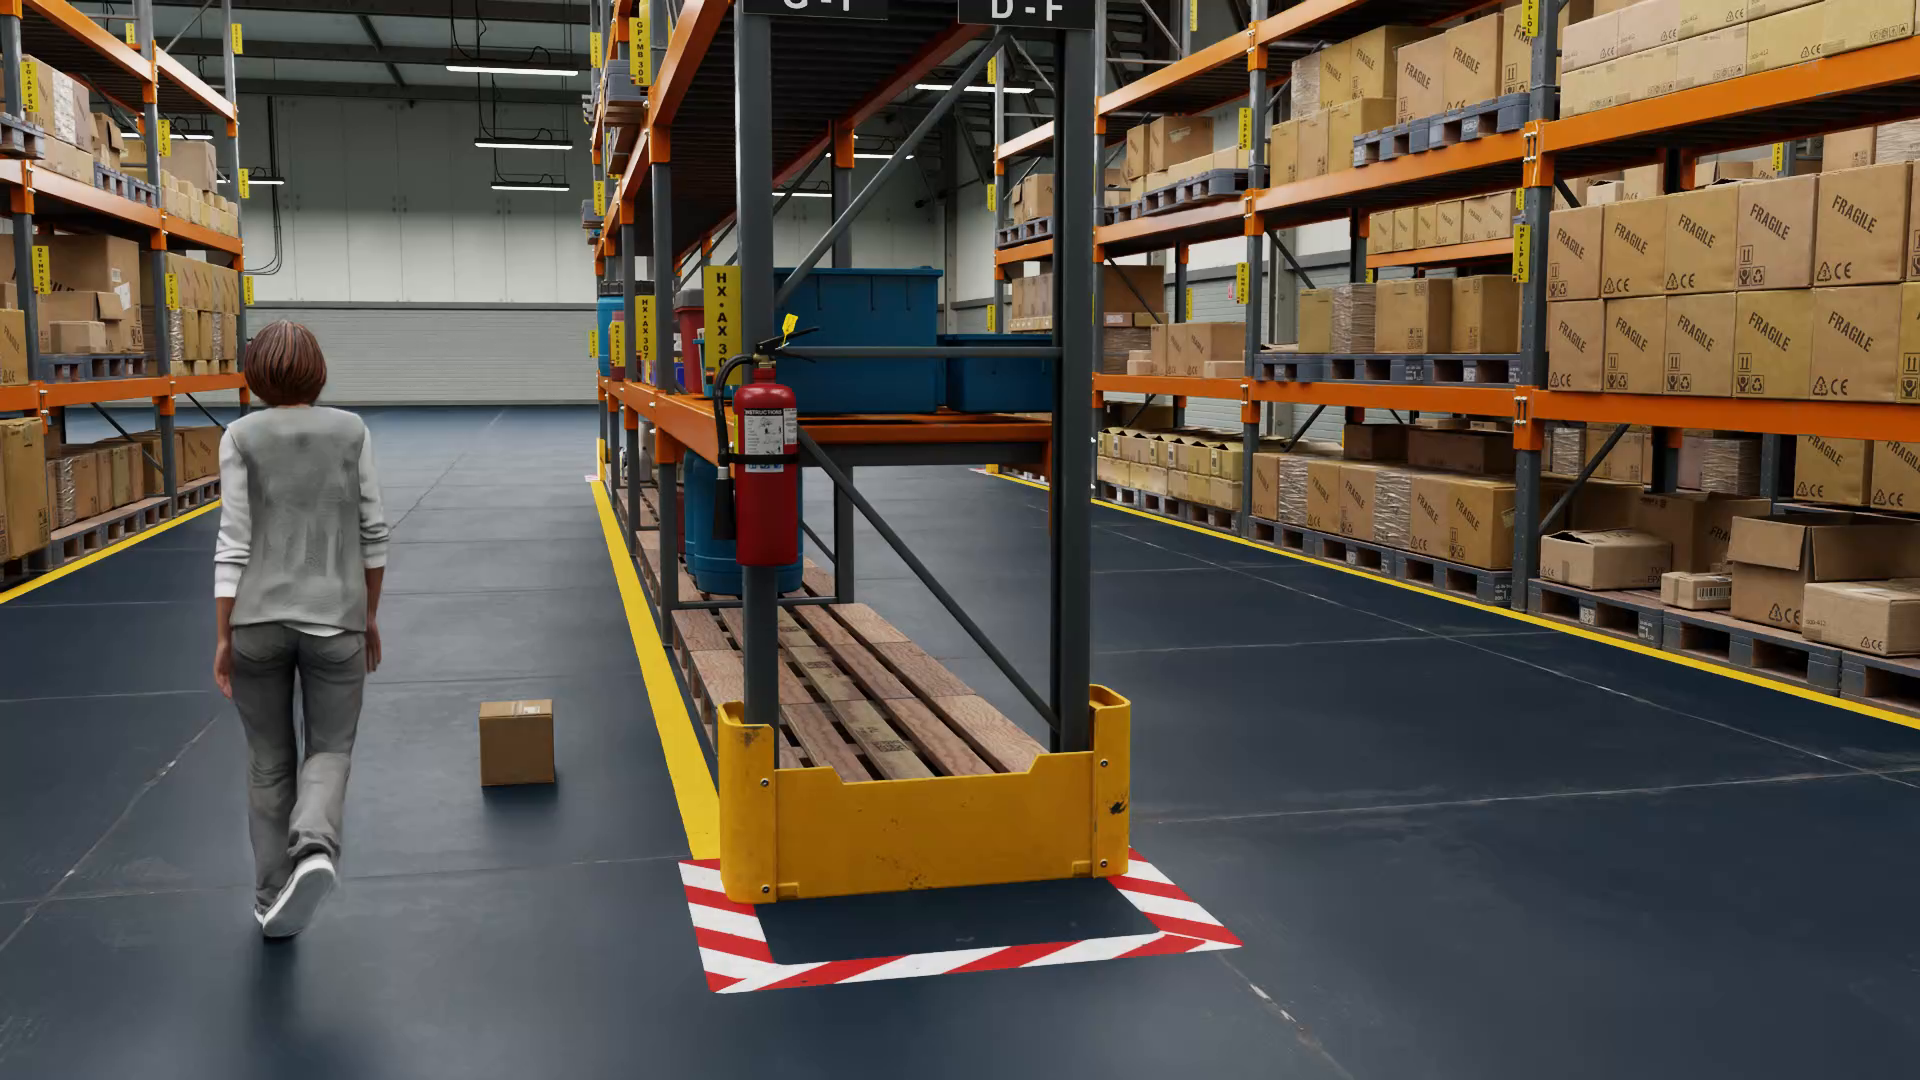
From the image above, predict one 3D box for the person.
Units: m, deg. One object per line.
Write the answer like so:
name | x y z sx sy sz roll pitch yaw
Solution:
person | -1.618 0.237 4.148 0.447 1.569 0.659 -4 7 -31
